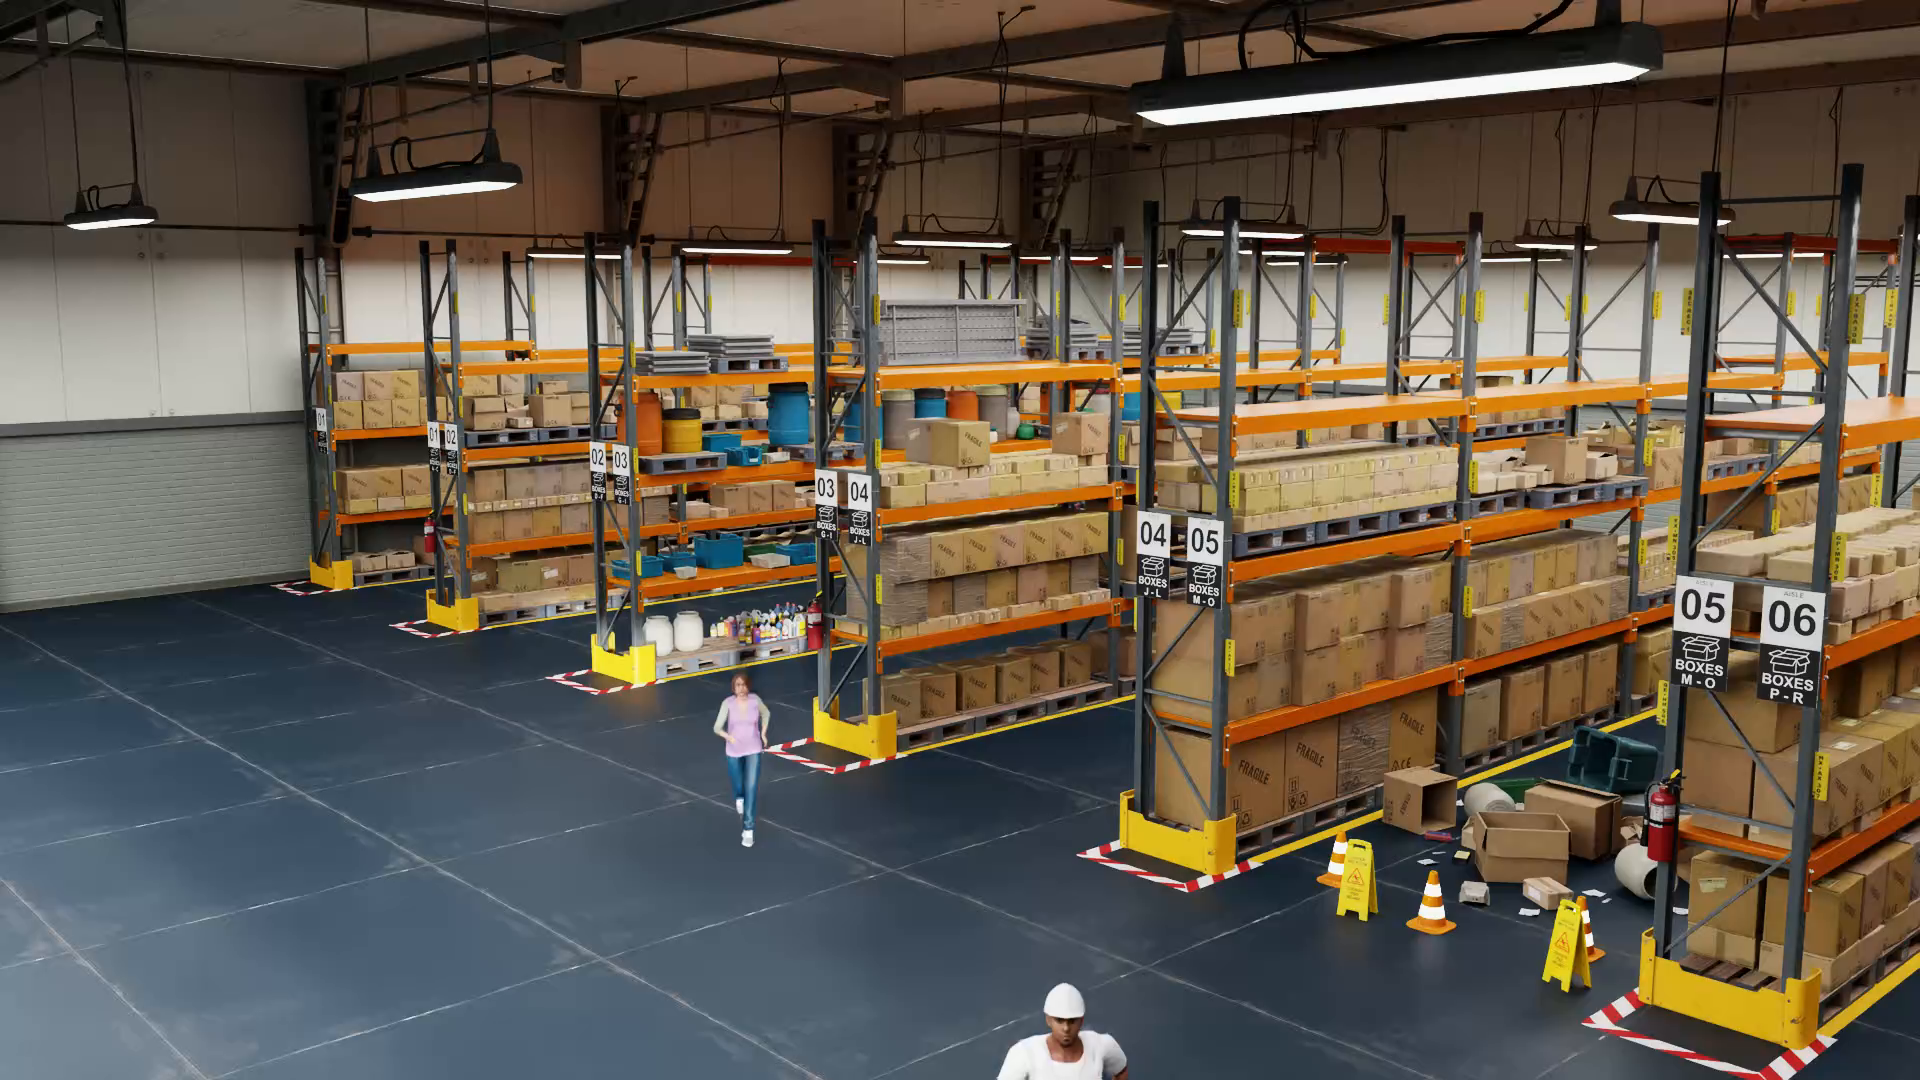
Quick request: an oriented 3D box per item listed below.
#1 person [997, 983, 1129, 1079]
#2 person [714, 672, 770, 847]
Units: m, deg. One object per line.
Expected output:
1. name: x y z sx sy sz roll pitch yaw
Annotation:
1. person: 0.510 3.065 8.261 0.697 1.765 0.911 0 8 0
2. person: -2.084 2.047 15.962 0.544 1.595 0.878 -1 8 -9
